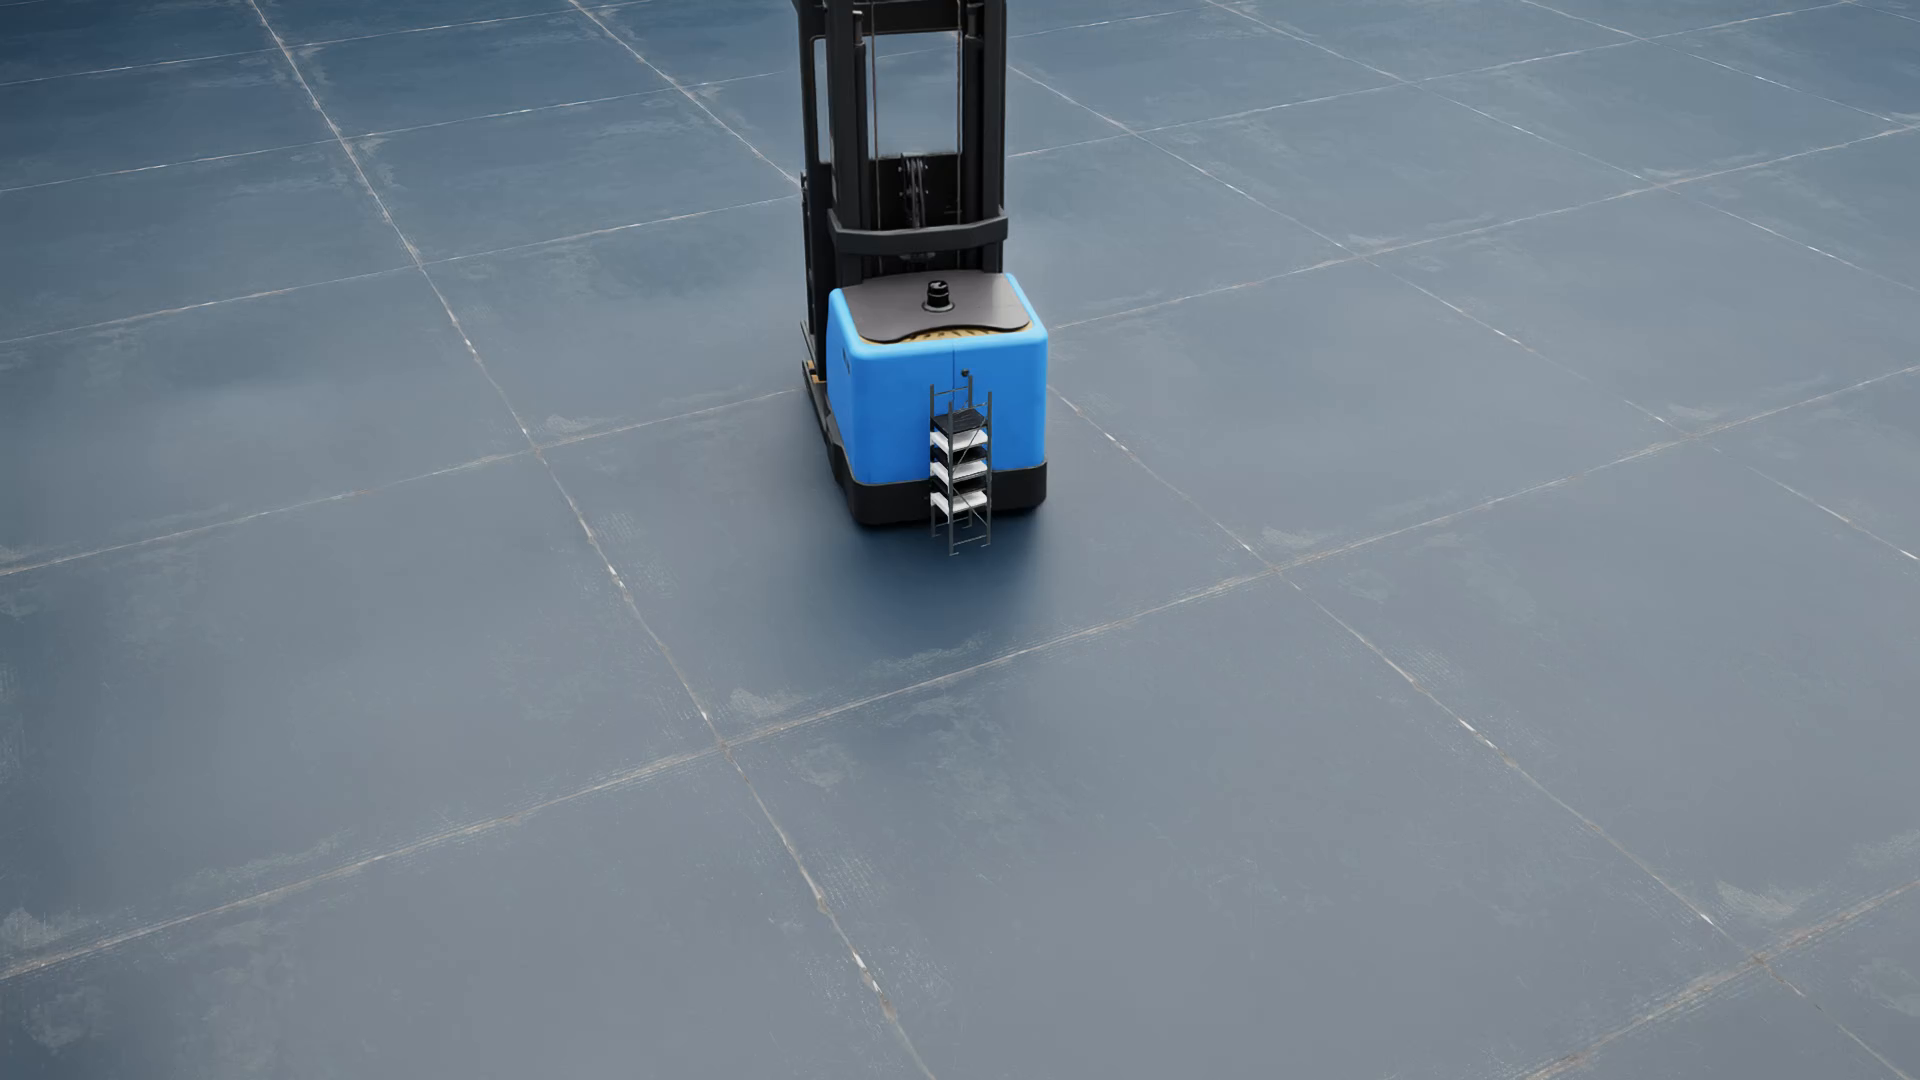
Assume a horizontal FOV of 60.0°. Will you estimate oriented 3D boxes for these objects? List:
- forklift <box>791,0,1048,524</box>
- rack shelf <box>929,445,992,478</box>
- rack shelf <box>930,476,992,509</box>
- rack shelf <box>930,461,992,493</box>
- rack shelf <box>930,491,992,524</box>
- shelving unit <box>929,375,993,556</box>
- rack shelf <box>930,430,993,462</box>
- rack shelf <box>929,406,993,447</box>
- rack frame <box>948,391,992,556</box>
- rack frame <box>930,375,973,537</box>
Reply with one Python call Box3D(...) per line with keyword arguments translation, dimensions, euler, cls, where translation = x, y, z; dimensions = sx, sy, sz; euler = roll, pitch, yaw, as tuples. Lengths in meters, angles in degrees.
Box3D(translation=(-0.350, -2.102, 9.315), dimensions=(1.130, 2.935, 3.031), euler=(-7, 33, -10), cls="forklift")
Box3D(translation=(0.004, -0.423, 8.471), dimensions=(0.258, 0.077, 0.200), euler=(-16, 36, -23), cls="rack shelf")
Box3D(translation=(0.004, -0.271, 8.568), dimensions=(0.258, 0.077, 0.200), euler=(-16, 36, -23), cls="rack shelf")
Box3D(translation=(0.004, -0.347, 8.519), dimensions=(0.258, 0.077, 0.200), euler=(-16, 36, -23), cls="rack shelf")
Box3D(translation=(0.004, -0.195, 8.616), dimensions=(0.258, 0.077, 0.200), euler=(-16, 36, -23), cls="rack shelf")
Box3D(translation=(0.004, -0.375, 8.501), dimensions=(0.258, 0.900, 0.210), euler=(-16, 36, -23), cls="shelving unit")
Box3D(translation=(0.004, -0.498, 8.422), dimensions=(0.258, 0.077, 0.200), euler=(-16, 36, -23), cls="rack shelf")
Box3D(translation=(0.004, -0.574, 8.373), dimensions=(0.258, 0.077, 0.200), euler=(-16, 36, -23), cls="rack shelf")
Box3D(translation=(0.051, -0.326, 8.425), dimensions=(0.240, 0.900, 0.006), euler=(-16, 36, -23), cls="rack frame")
Box3D(translation=(-0.043, -0.423, 8.577), dimensions=(0.240, 0.900, 0.006), euler=(-16, 36, -23), cls="rack frame")
